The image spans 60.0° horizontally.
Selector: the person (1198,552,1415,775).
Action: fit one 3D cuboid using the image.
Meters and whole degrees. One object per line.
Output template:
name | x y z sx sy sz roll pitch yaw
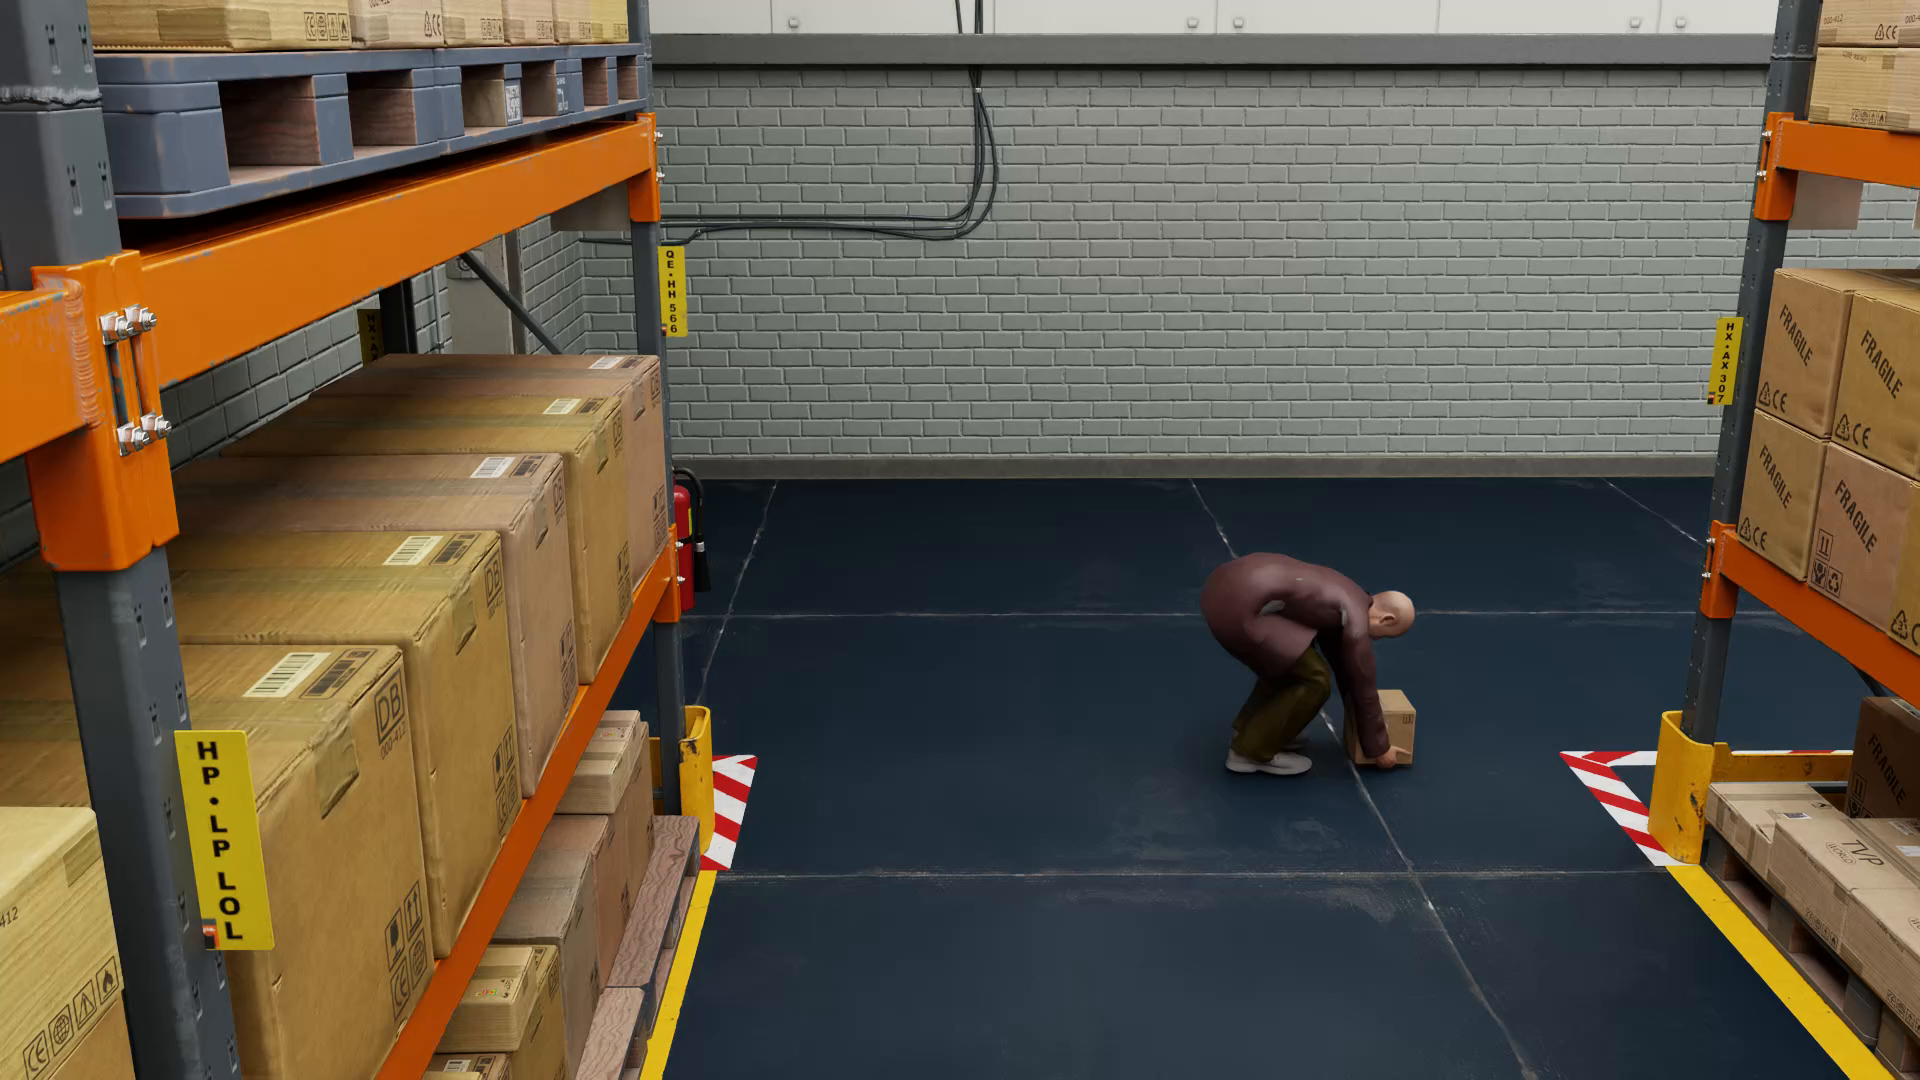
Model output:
person | 1.509 0.518 7.277 0.945 0.952 0.586 -1 17 -3
